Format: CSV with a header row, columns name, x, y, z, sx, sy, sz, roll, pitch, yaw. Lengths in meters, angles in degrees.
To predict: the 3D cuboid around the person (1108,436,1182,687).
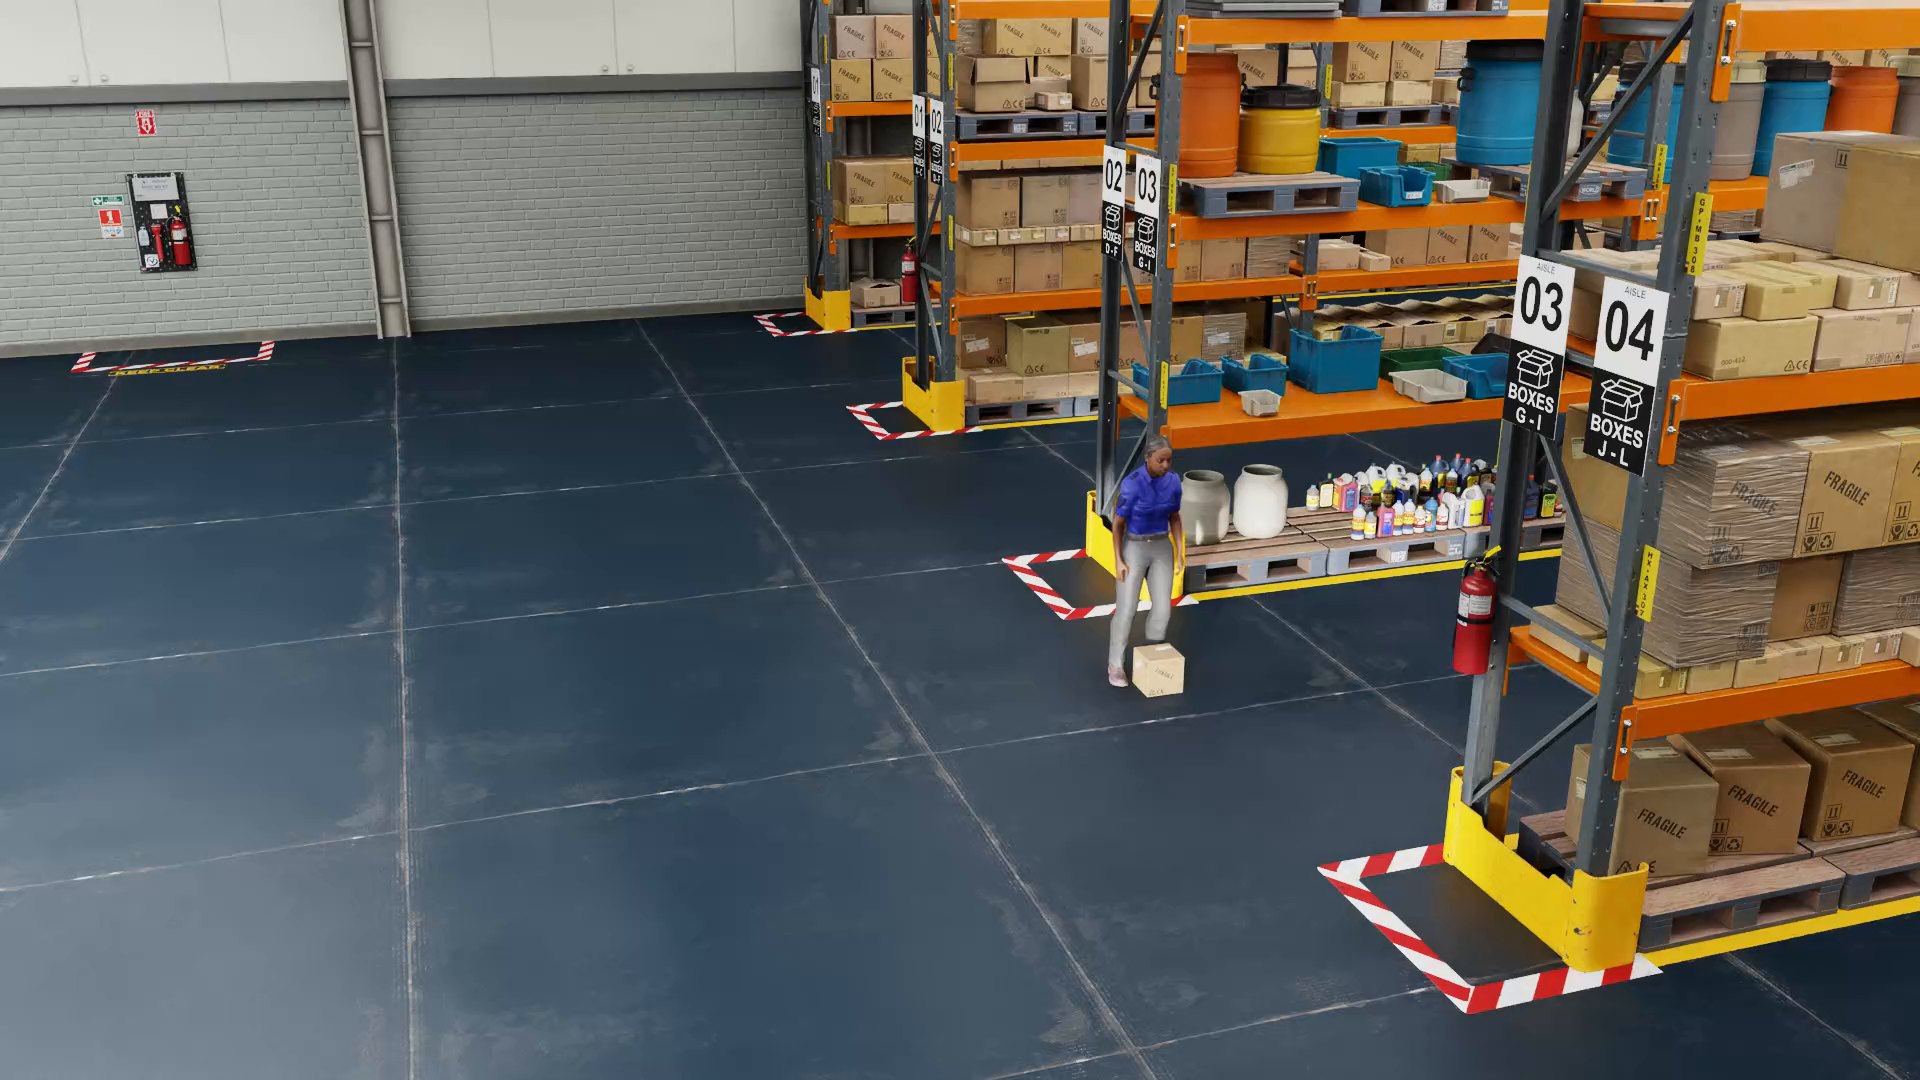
name,x,y,z,sx,sy,sz,roll,pitch,yaw
person,1.199,0.110,10.762,0.505,1.655,0.347,-6,20,-17
